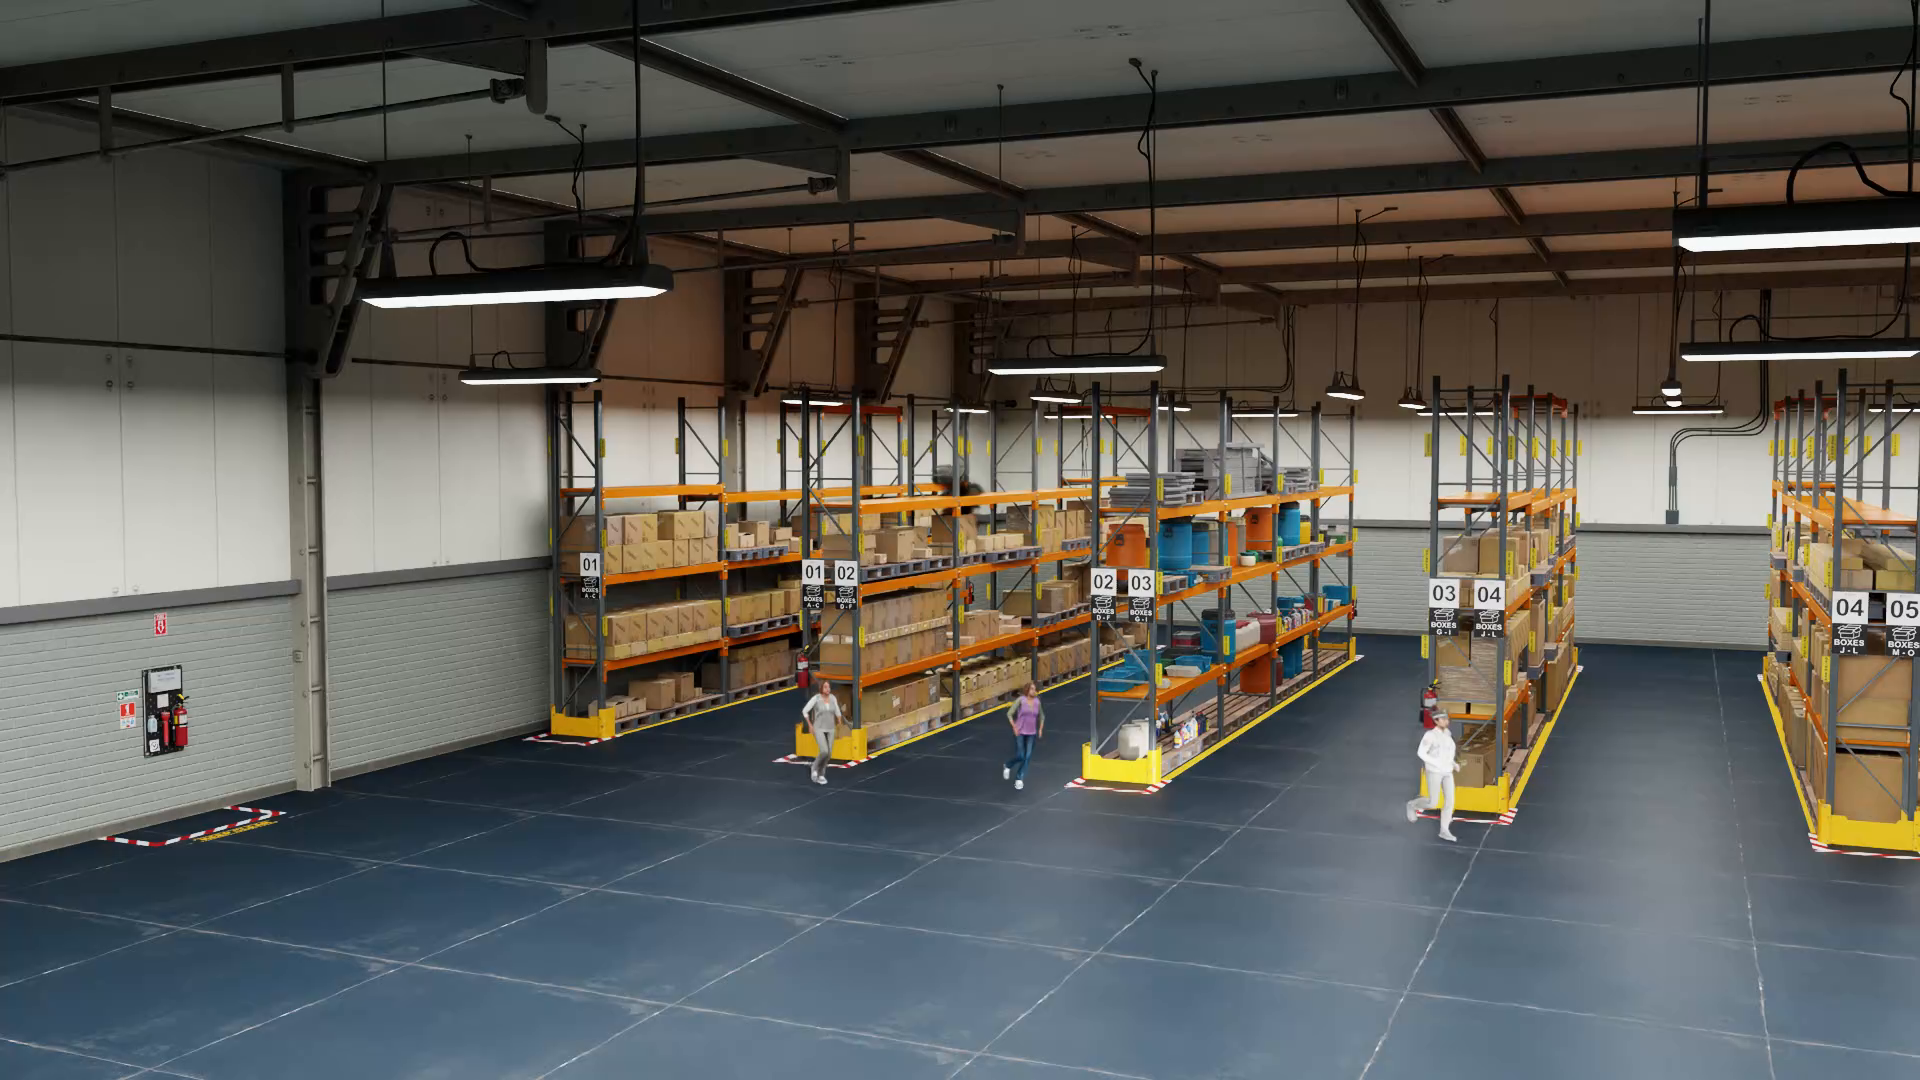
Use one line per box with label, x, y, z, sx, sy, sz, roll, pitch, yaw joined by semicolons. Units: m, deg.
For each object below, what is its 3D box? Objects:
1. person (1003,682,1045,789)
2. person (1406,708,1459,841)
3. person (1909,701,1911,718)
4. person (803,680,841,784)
person;0.973;2.882;24.690;0.580;1.542;0.518;-1;3;-22
person;6.168;2.987;21.474;0.639;1.665;0.850;-2;4;-29
person;17.396;2.406;30.563;0.669;1.826;0.864;1;3;18
person;-1.997;2.852;24.669;0.543;1.568;0.565;-2;4;-33
